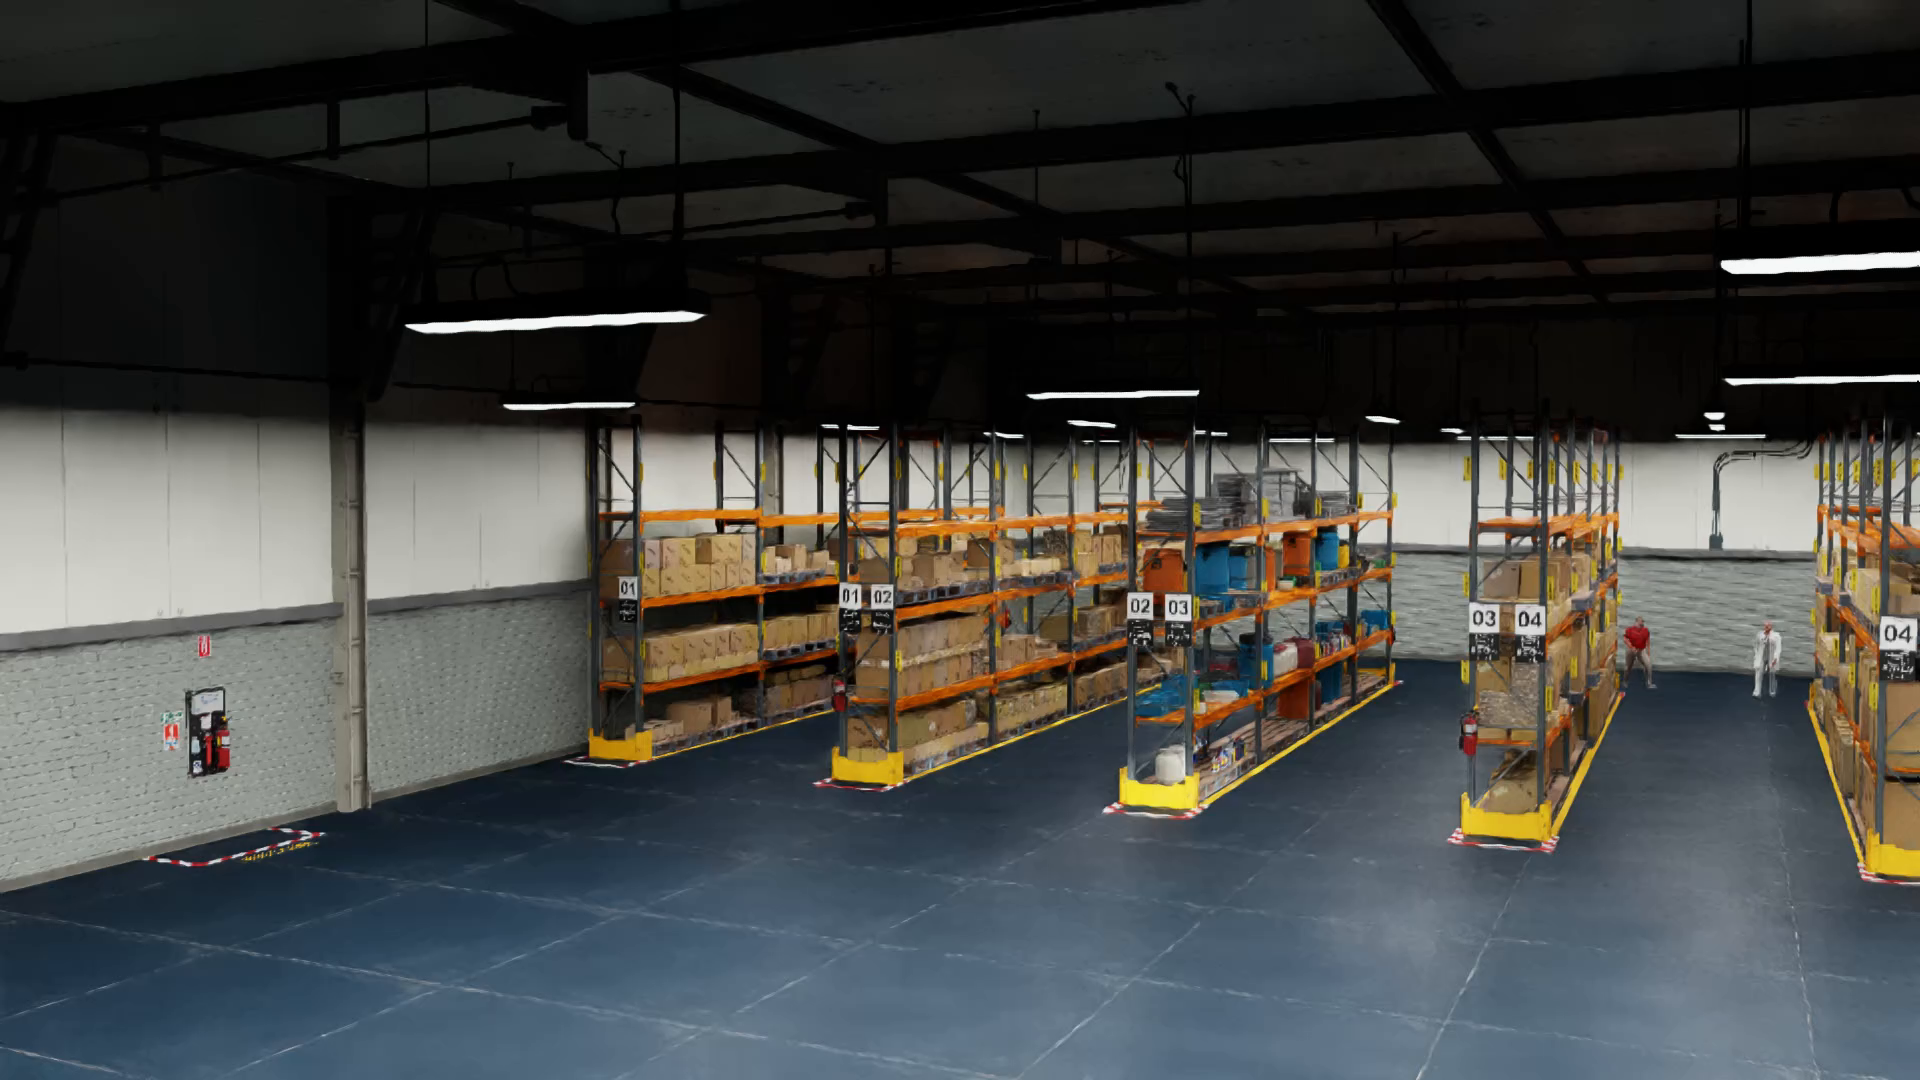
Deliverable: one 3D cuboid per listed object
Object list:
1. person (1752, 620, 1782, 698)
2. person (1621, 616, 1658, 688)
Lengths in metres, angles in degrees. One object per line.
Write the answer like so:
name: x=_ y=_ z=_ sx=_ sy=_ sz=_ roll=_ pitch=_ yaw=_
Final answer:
person: x=17.804 y=2.620 z=36.667 sx=0.571 sy=1.716 sz=1.103 roll=2 pitch=3 yaw=33
person: x=15.675 y=2.584 z=38.447 sx=0.702 sy=1.667 sz=0.808 roll=0 pitch=2 yaw=5
